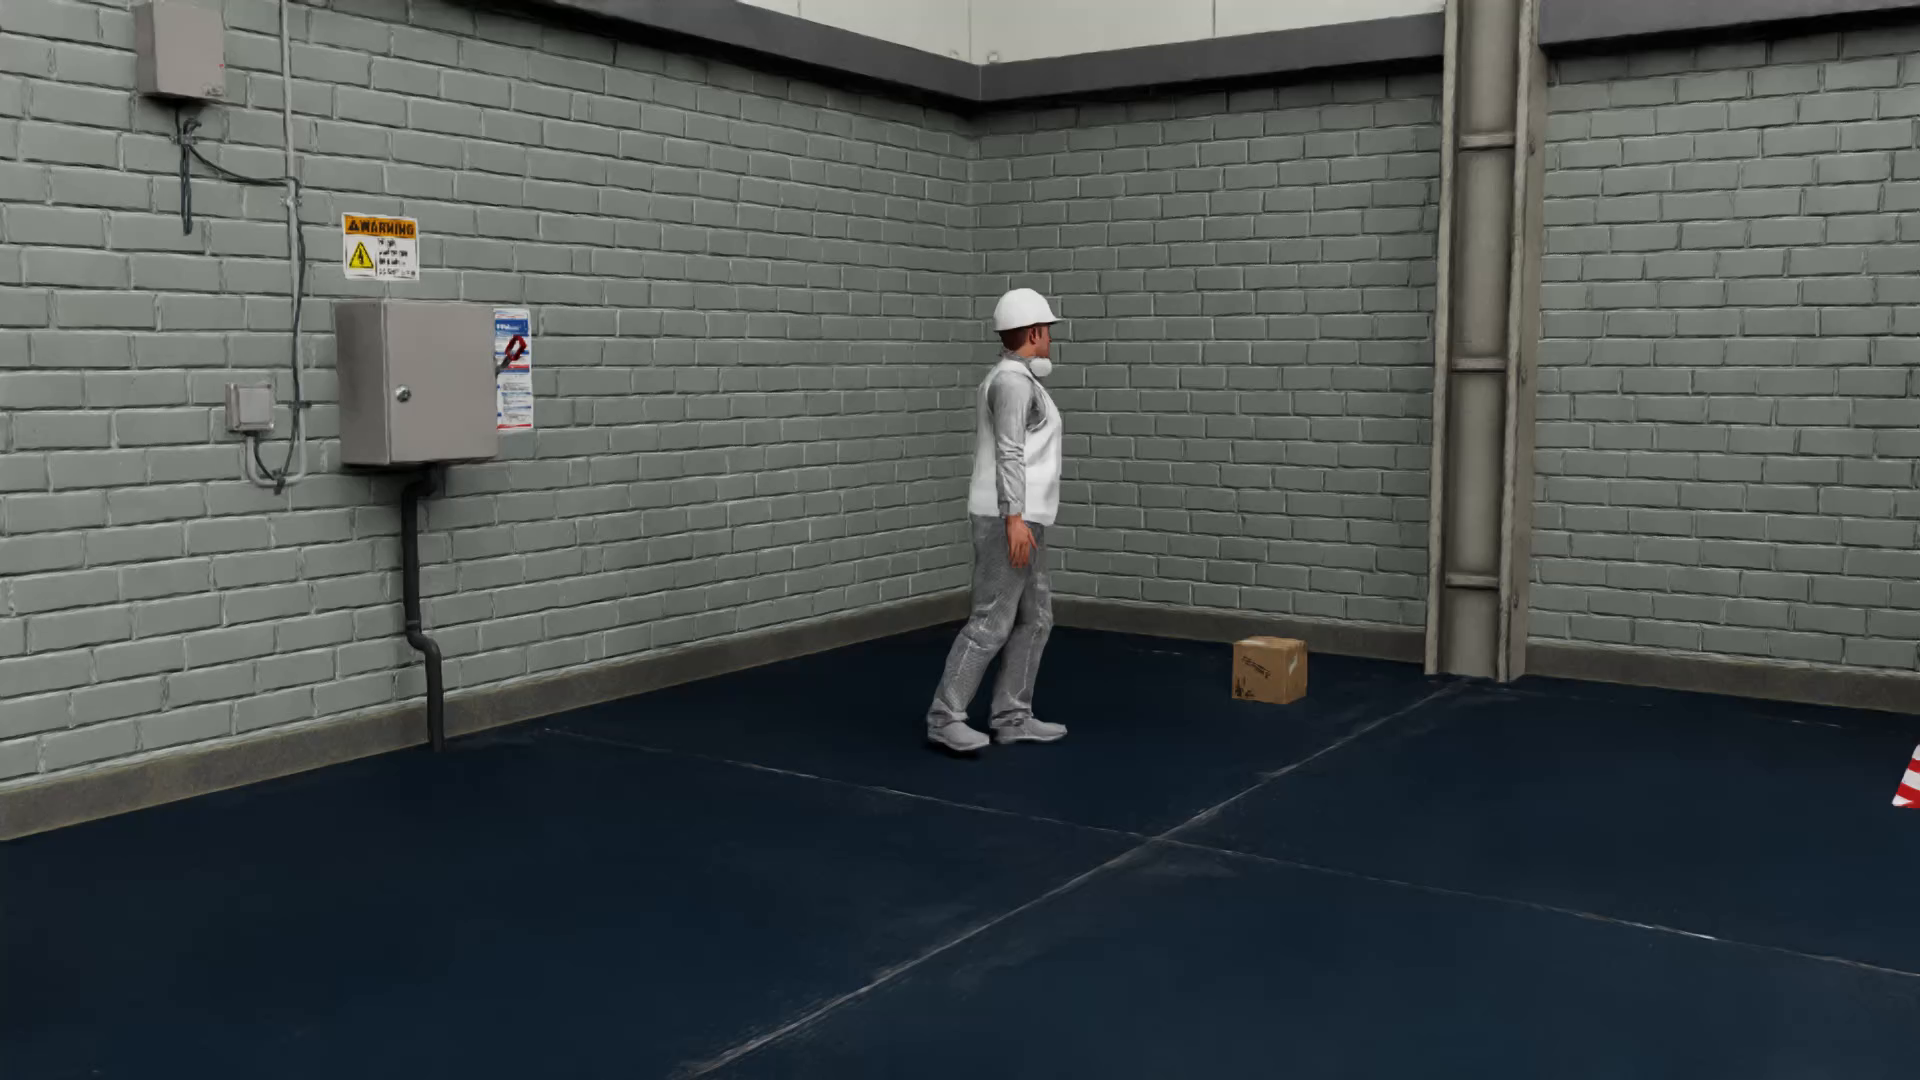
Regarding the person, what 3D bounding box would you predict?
[{"bbox_3d":[0.147,-0.080,6.411,0.556,1.759,0.566,0,6,0],"label":"person"}]
